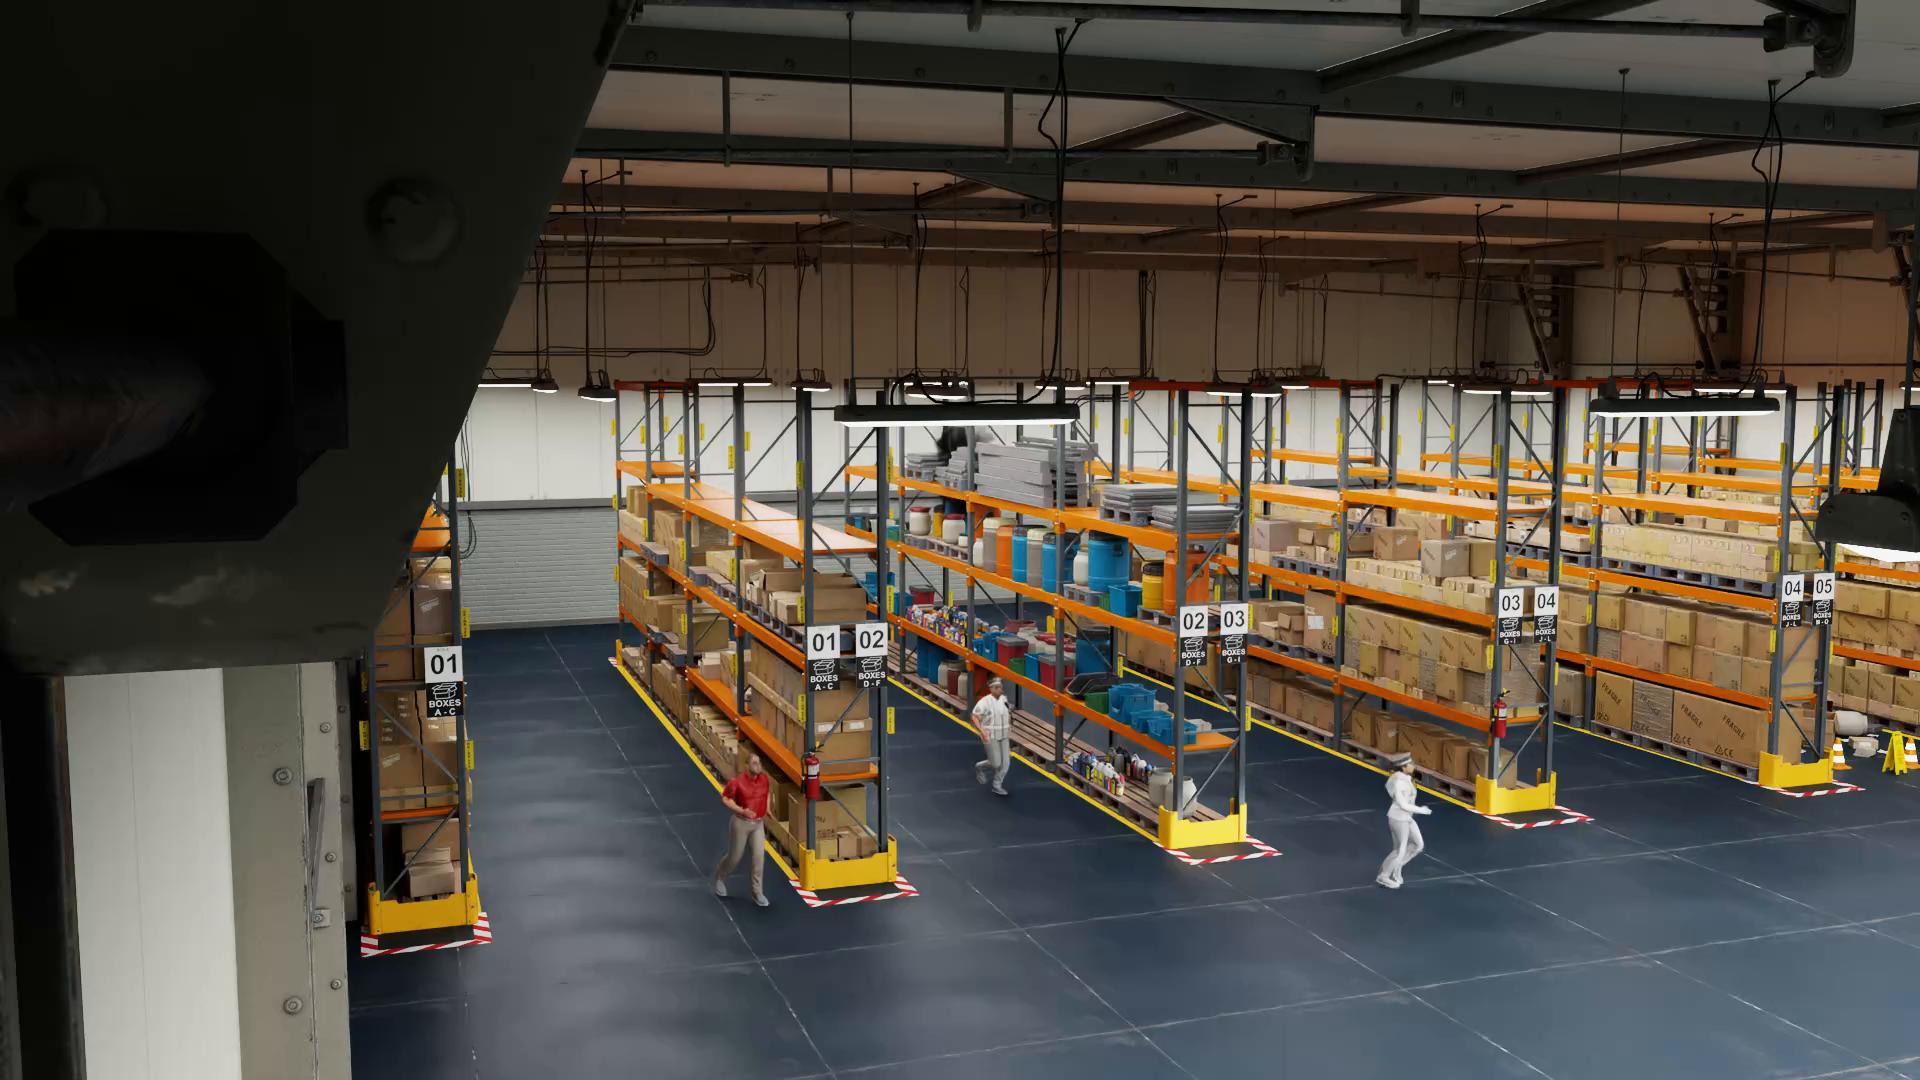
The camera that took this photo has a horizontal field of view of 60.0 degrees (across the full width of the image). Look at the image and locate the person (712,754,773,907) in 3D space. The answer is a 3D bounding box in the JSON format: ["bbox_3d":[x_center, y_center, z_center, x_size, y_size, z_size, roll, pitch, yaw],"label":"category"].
[{"bbox_3d":[-2.479,3.386,19.697,0.705,1.720,0.894,-5,8,-37],"label":"person"}]

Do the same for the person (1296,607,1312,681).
[{"bbox_3d":[6.777,2.099,32.527,0.510,1.629,0.737,-3,7,-26],"label":"person"}]

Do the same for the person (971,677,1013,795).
[{"bbox_3d":[0.502,2.871,24.566,0.679,1.736,0.619,-5,8,-37],"label":"person"}]

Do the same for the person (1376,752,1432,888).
[{"bbox_3d":[5.373,3.376,20.103,0.621,1.677,0.639,2,6,20],"label":"person"}]
